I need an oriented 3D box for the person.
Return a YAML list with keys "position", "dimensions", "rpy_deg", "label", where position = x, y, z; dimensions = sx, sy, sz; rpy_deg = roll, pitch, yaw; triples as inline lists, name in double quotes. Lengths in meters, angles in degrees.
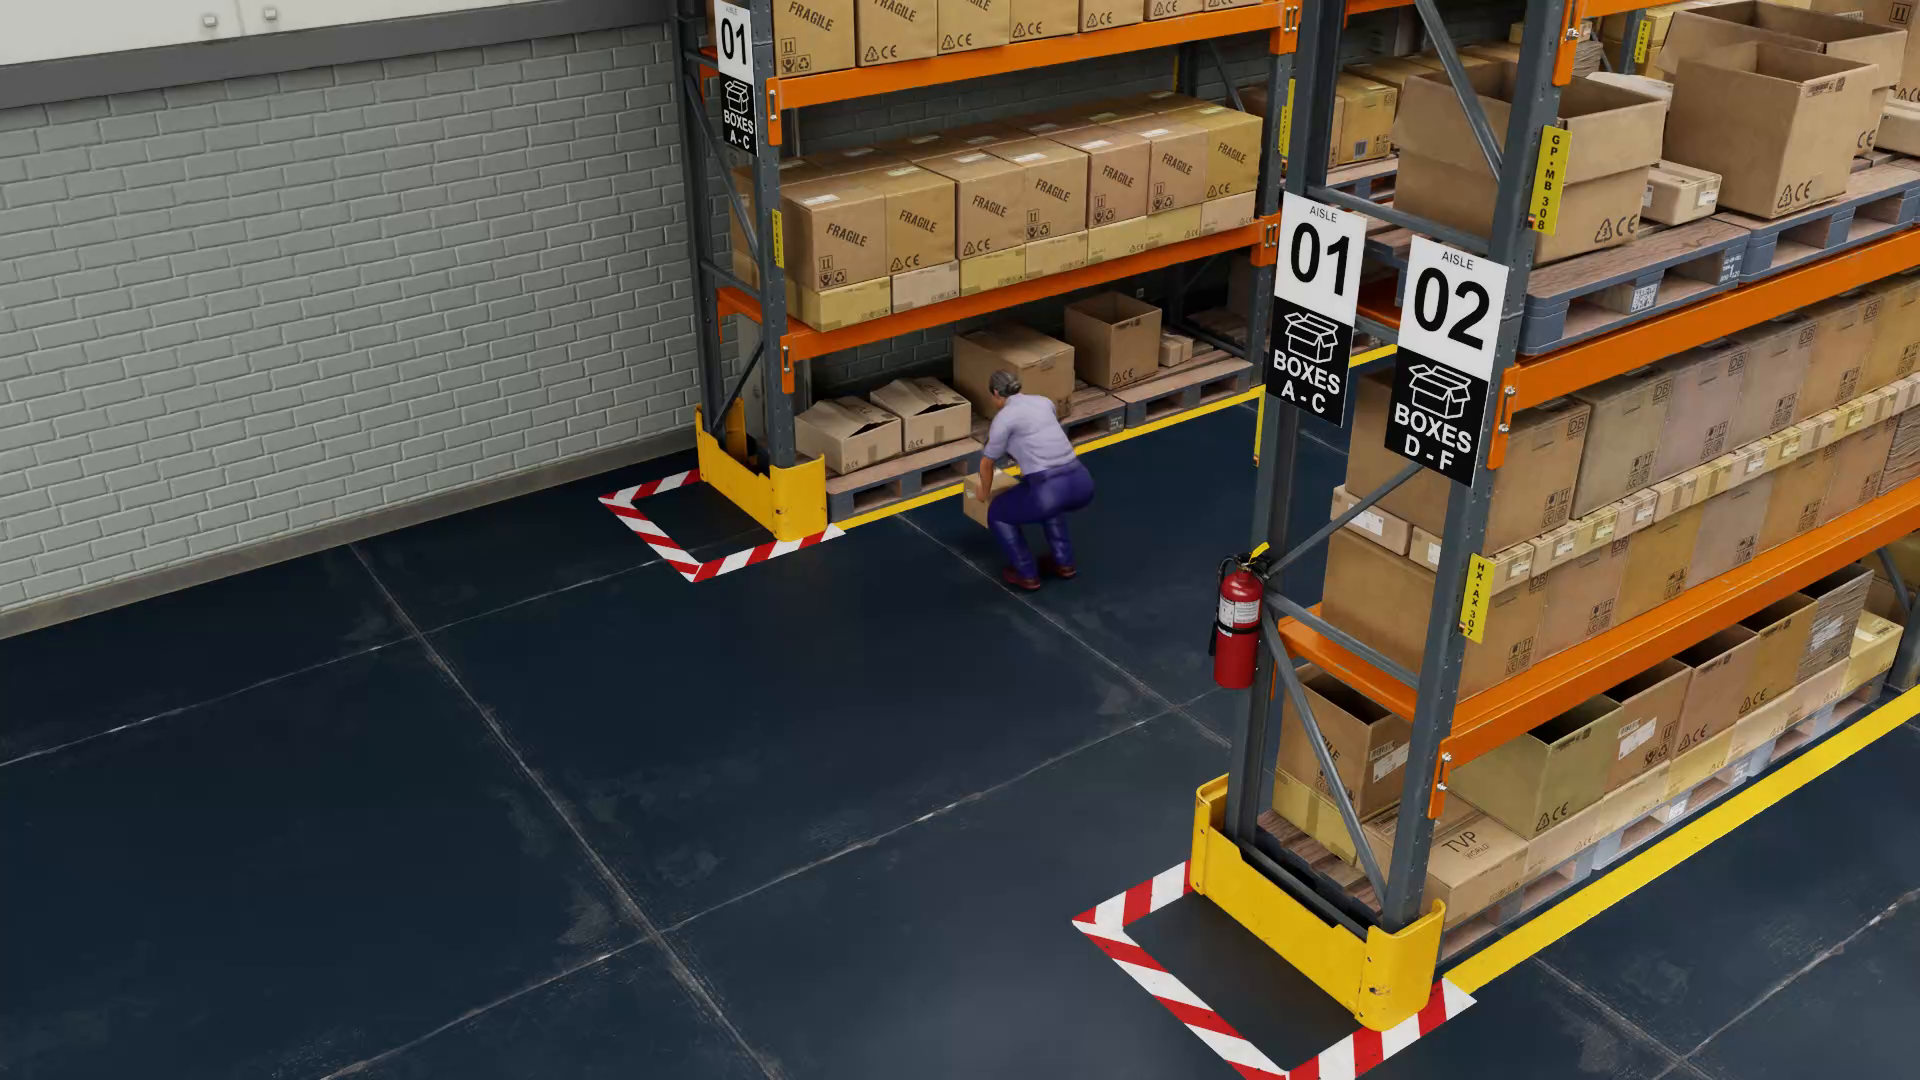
- position: [0.417, -0.334, 9.691]
  dimensions: [0.540, 1.230, 0.727]
  rpy_deg: [-19, 34, -30]
  label: "person"
